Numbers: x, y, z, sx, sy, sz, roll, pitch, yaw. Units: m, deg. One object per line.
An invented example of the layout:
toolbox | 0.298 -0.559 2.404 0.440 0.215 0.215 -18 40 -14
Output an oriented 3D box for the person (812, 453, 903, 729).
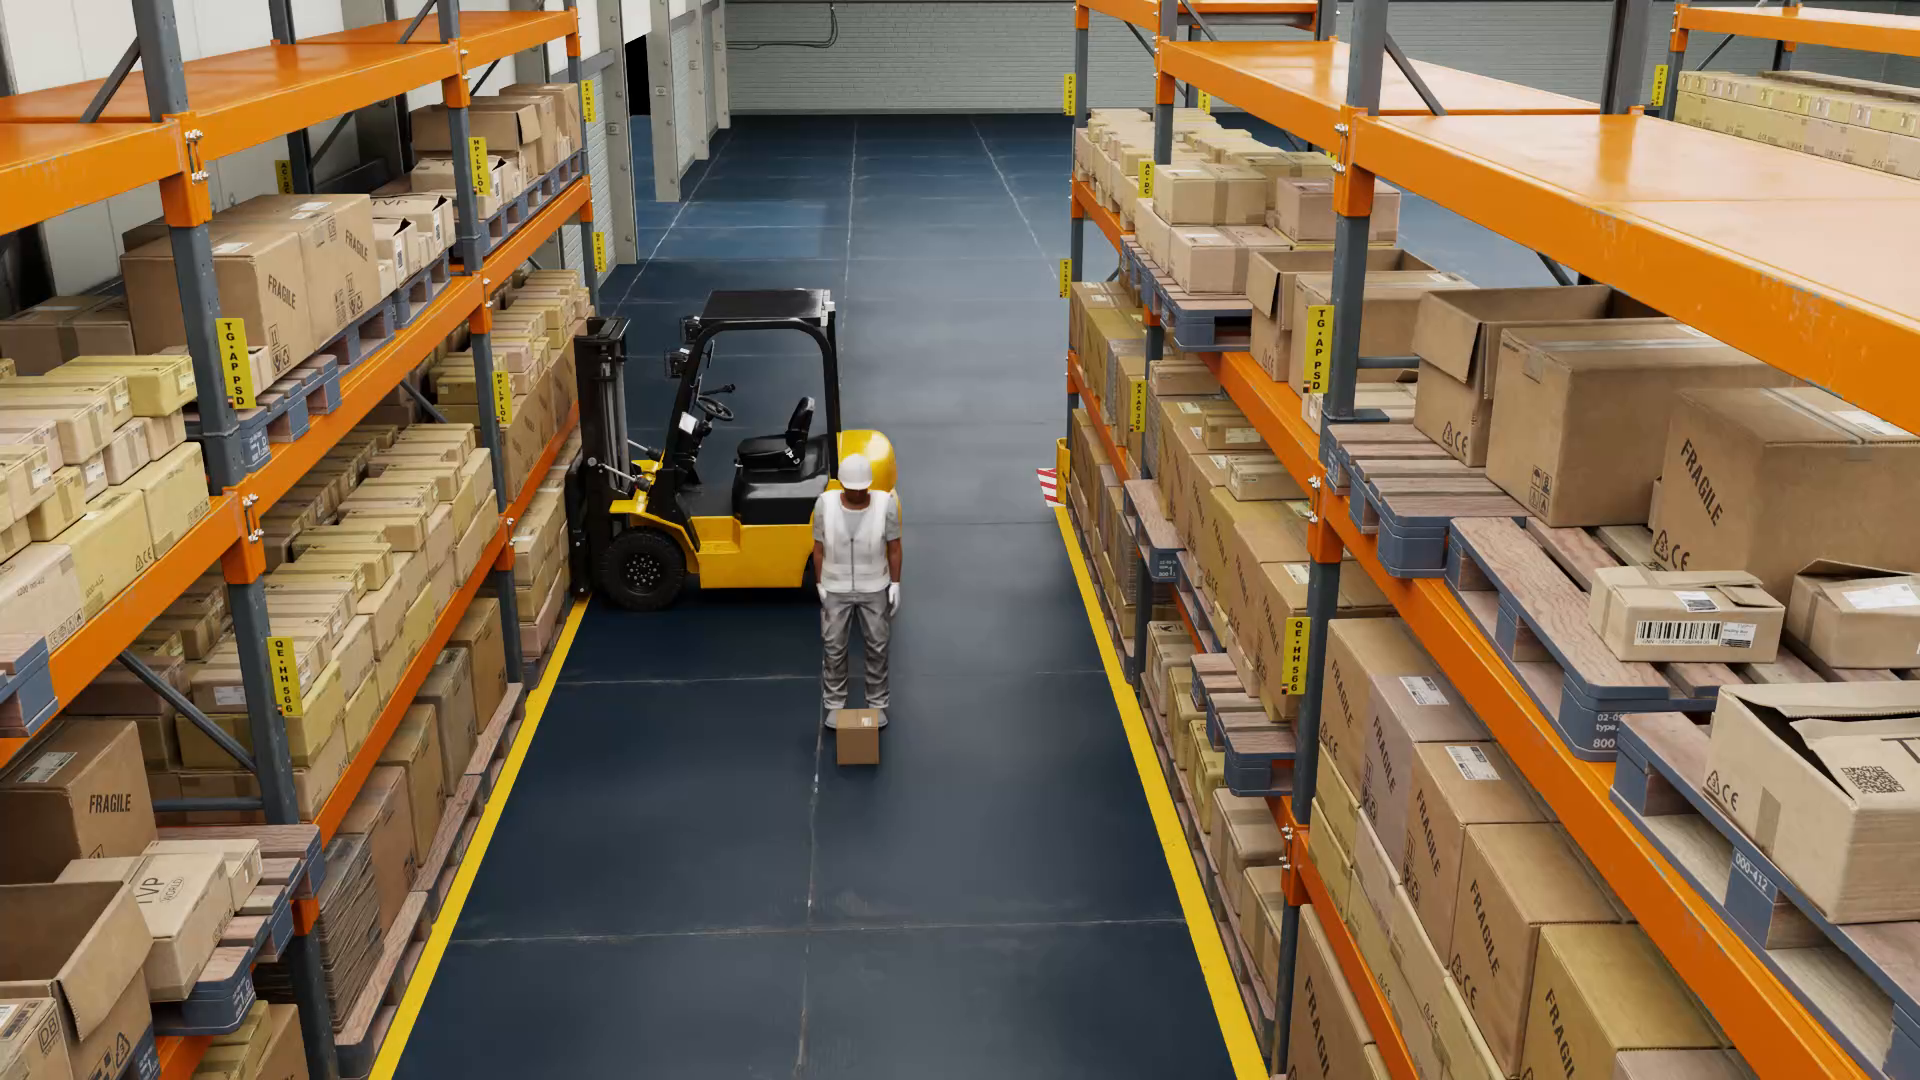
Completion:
person | -0.627 0.304 10.237 0.553 1.769 0.372 -1 20 -2
